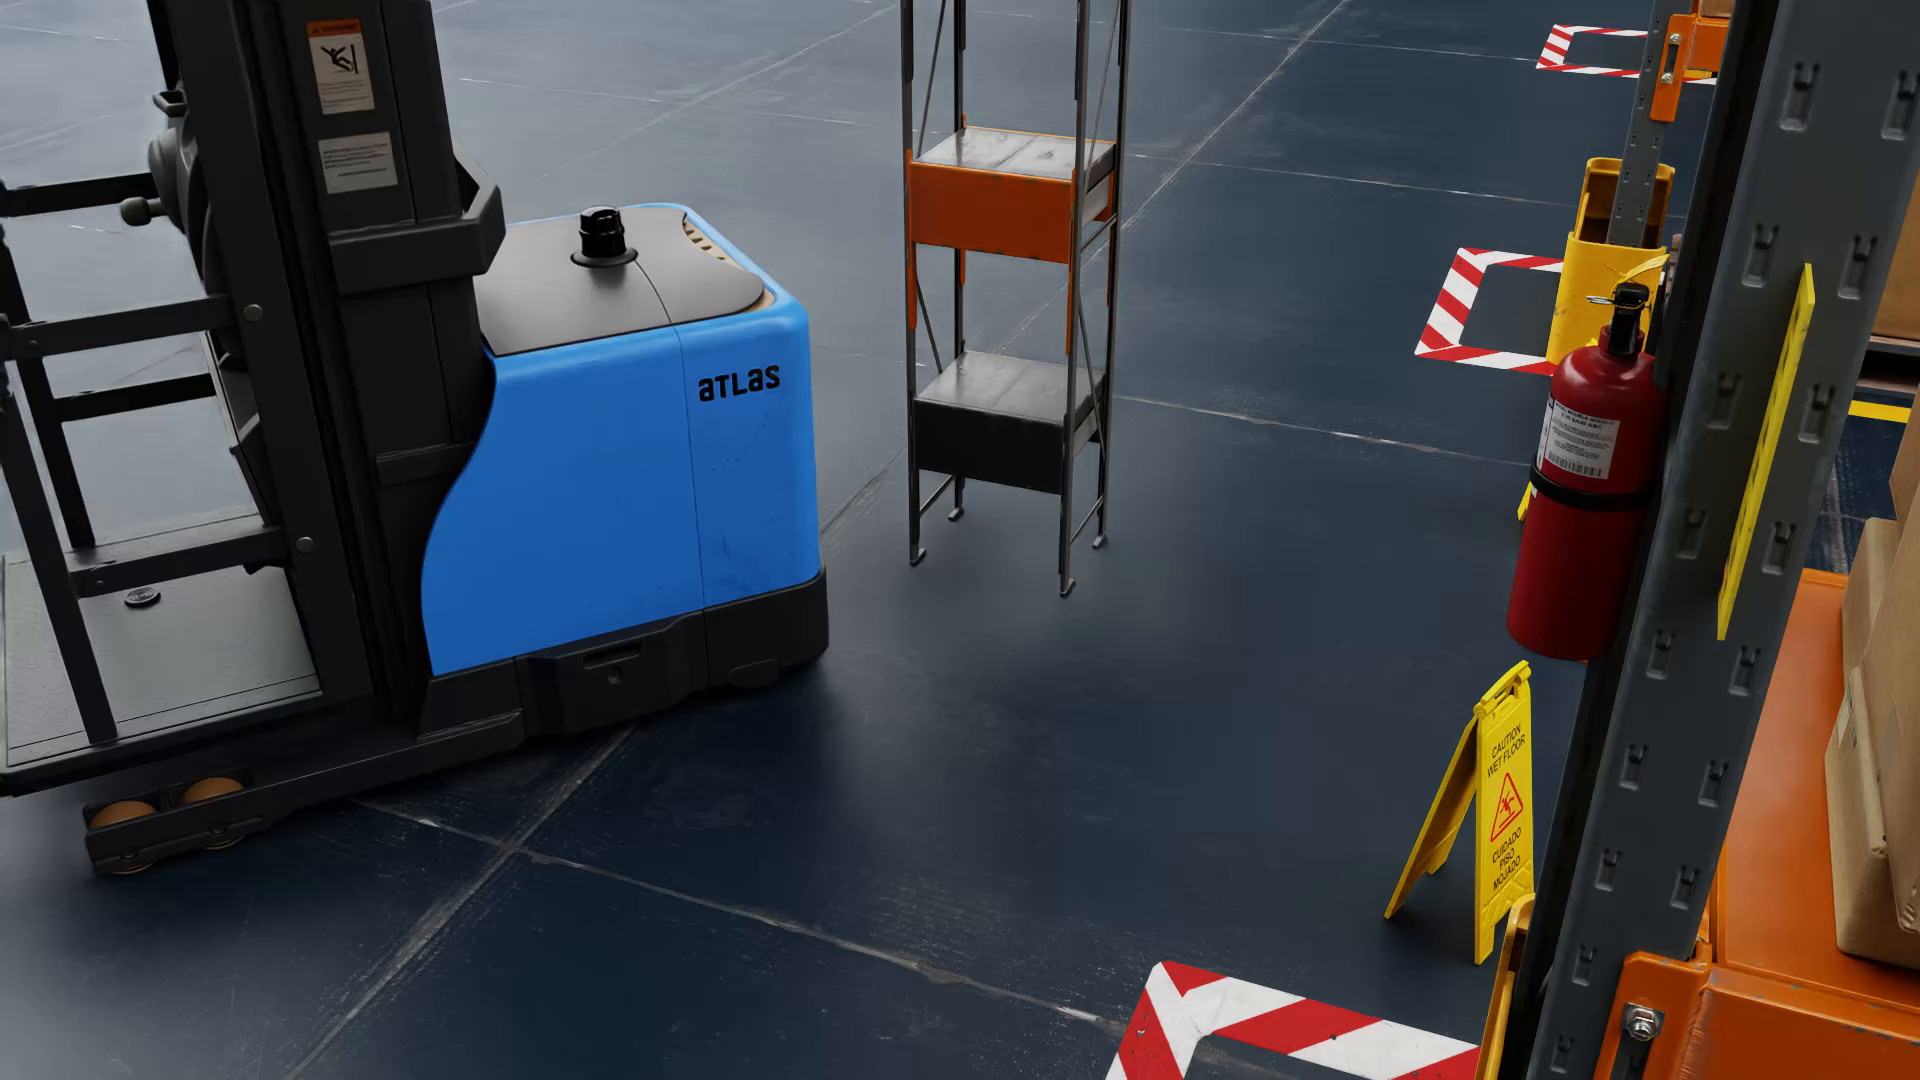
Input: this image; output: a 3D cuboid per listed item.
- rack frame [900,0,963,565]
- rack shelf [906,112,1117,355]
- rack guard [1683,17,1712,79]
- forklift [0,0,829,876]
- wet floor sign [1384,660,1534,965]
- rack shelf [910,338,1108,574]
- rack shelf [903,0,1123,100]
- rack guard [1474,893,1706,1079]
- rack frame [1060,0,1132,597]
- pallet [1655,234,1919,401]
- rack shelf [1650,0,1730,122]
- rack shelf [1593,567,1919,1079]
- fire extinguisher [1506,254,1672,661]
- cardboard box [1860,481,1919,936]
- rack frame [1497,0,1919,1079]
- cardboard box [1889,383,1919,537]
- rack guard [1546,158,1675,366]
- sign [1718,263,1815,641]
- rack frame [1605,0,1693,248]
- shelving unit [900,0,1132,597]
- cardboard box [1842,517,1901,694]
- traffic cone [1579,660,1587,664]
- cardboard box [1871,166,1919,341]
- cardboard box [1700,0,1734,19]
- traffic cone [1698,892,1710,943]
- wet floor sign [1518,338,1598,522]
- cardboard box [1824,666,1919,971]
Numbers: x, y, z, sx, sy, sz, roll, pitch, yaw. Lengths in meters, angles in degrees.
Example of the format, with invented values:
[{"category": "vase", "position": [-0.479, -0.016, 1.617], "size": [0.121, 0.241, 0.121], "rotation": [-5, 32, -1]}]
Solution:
[{"category": "rack frame", "position": [-0.073, -0.929, 4.759], "size": [0.015, 2.100, 0.400], "rotation": [11, 31, 19]}, {"category": "rack shelf", "position": [0.153, -0.872, 4.686], "size": [0.480, 0.518, 0.431], "rotation": [11, 31, 19]}, {"category": "rack guard", "position": [4.700, -3.359, 10.685], "size": [0.348, 0.500, 1.175], "rotation": [11, 31, 19]}, {"category": "forklift", "position": [-1.913, -0.796, 3.679], "size": [3.031, 2.935, 1.130], "rotation": [-14, 32, -23]}, {"category": "wet floor sign", "position": [1.130, 0.559, 3.605], "size": [0.232, 0.644, 0.267], "rotation": [24, 37, 36]}, {"category": "rack shelf", "position": [0.153, -0.262, 5.030], "size": [0.480, 0.518, 0.431], "rotation": [11, 31, 19]}, {"category": "rack shelf", "position": [0.153, -1.481, 4.341], "size": [0.480, 0.518, 0.431], "rotation": [11, 31, 19]}, {"category": "rack guard", "position": [0.974, 1.159, 2.691], "size": [0.348, 0.500, 1.175], "rotation": [11, 31, 19]}, {"category": "rack frame", "position": [0.379, -0.838, 4.599], "size": [0.015, 2.100, 0.400], "rotation": [11, 31, 19]}, {"category": "pallet", "position": [3.442, -0.892, 6.614], "size": [1.213, 0.211, 1.003], "rotation": [11, 31, 19]}, {"category": "rack shelf", "position": [4.525, -1.535, 5.649], "size": [4.000, 0.370, 1.077], "rotation": [11, 31, 19]}, {"category": "rack shelf", "position": [2.757, 0.740, 1.623], "size": [4.000, 0.370, 1.077], "rotation": [11, 31, 19]}, {"category": "fire extinguisher", "position": [0.971, -0.141, 2.529], "size": [0.183, 0.674, 0.296], "rotation": [11, 31, 19]}, {"category": "cardboard box", "position": [1.239, 0.098, 1.624], "size": [0.500, 0.500, 0.500], "rotation": [11, 31, 18]}, {"category": "rack frame", "position": [0.903, 0.059, 2.098], "size": [0.053, 2.616, 0.949], "rotation": [11, 31, 19]}, {"category": "cardboard box", "position": [1.510, -0.141, 2.047], "size": [0.500, 0.500, 0.500], "rotation": [11, 31, 18]}, {"category": "rack guard", "position": [2.649, -1.135, 6.750], "size": [0.348, 0.500, 1.175], "rotation": [11, 31, 19]}, {"category": "sign", "position": [0.700, -0.072, 1.450], "size": [0.005, 0.325, 0.100], "rotation": [11, 31, 19]}, {"category": "rack frame", "position": [2.671, -2.219, 6.127], "size": [0.127, 3.000, 1.000], "rotation": [11, 31, 19]}, {"category": "shelving unit", "position": [0.153, -0.883, 4.679], "size": [0.503, 2.100, 0.431], "rotation": [11, 31, 19]}, {"category": "cardboard box", "position": [1.331, 0.138, 2.213], "size": [0.250, 0.149, 0.380], "rotation": [12, 32, 21]}, {"category": "traffic cone", "position": [1.890, 0.084, 4.631], "size": [0.334, 0.463, 0.336], "rotation": [11, 31, 19]}, {"category": "cardboard box", "position": [3.325, -1.381, 6.378], "size": [0.875, 0.875, 0.875], "rotation": [11, 31, 19]}, {"category": "cardboard box", "position": [3.032, -2.236, 6.005], "size": [0.550, 0.550, 0.875], "rotation": [11, 31, 19]}, {"category": "traffic cone", "position": [1.787, 0.653, 3.625], "size": [0.334, 0.463, 0.336], "rotation": [11, 31, 19]}, {"category": "wet floor sign", "position": [1.900, -0.296, 5.118], "size": [0.232, 0.644, 0.267], "rotation": [6, 30, 11]}, {"category": "cardboard box", "position": [1.141, 0.324, 1.884], "size": [0.250, 0.149, 0.380], "rotation": [11, 31, 19]}]
